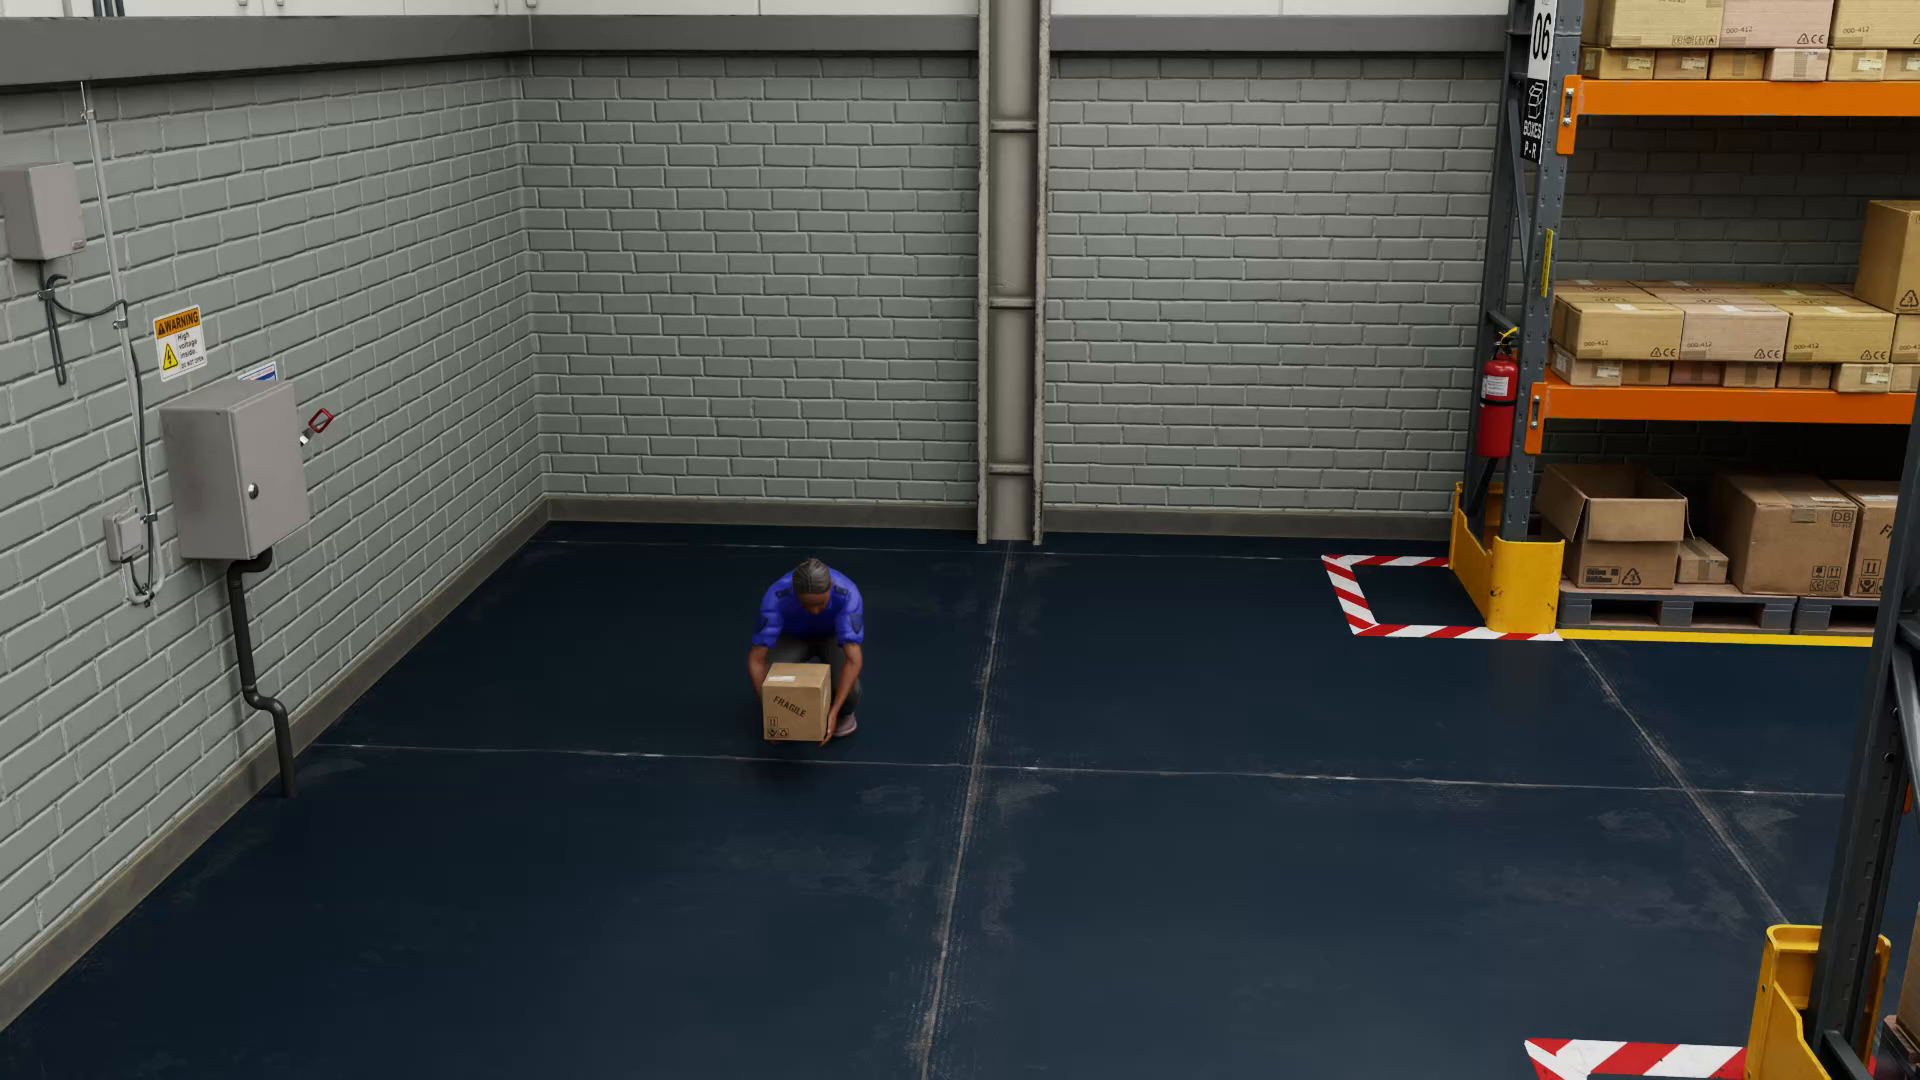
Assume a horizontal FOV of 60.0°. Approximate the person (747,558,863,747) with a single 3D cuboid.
[{"bbox_3d":[-0.659,0.465,7.341,0.503,0.919,0.827,1,18,4],"label":"person"}]
